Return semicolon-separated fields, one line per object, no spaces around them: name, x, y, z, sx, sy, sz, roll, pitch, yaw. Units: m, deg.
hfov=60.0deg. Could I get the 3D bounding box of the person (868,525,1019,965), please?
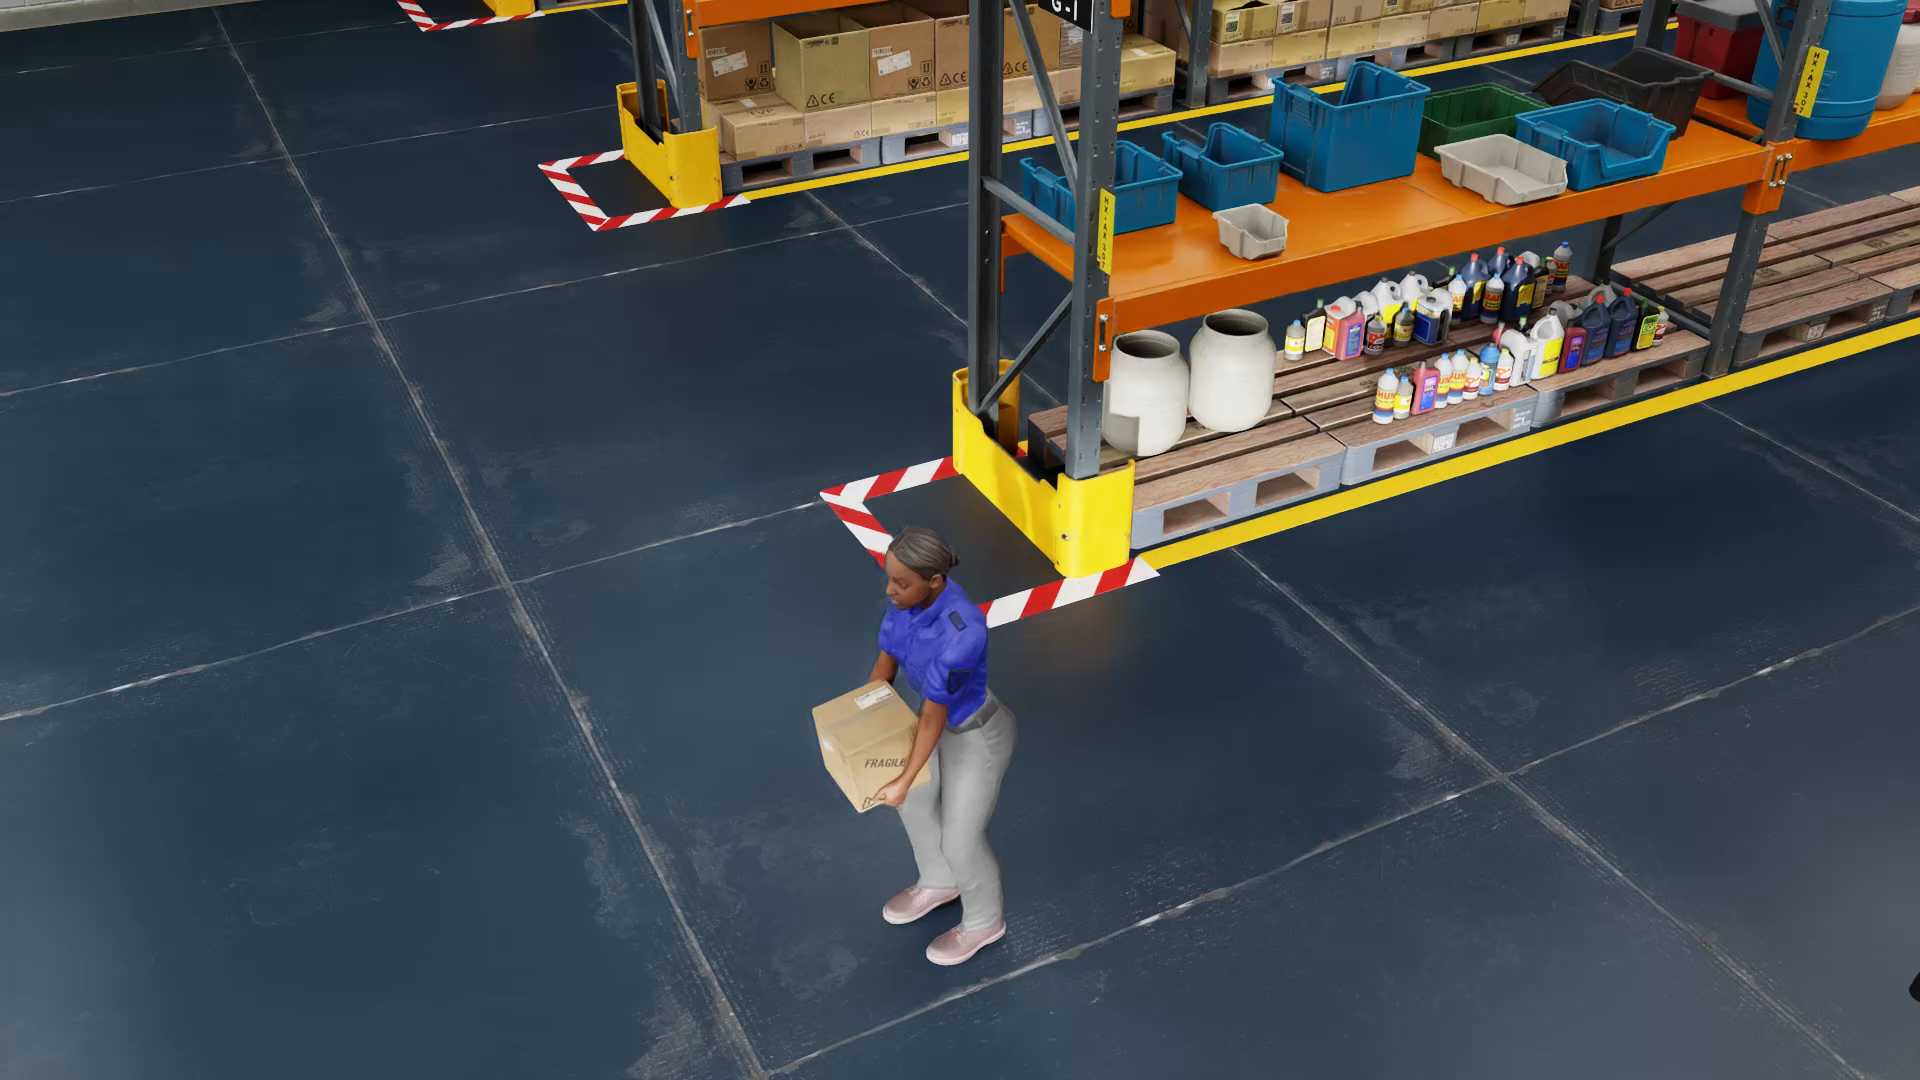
person;-0.091;0.640;5.196;0.539;1.637;0.411;-17;37;-24
